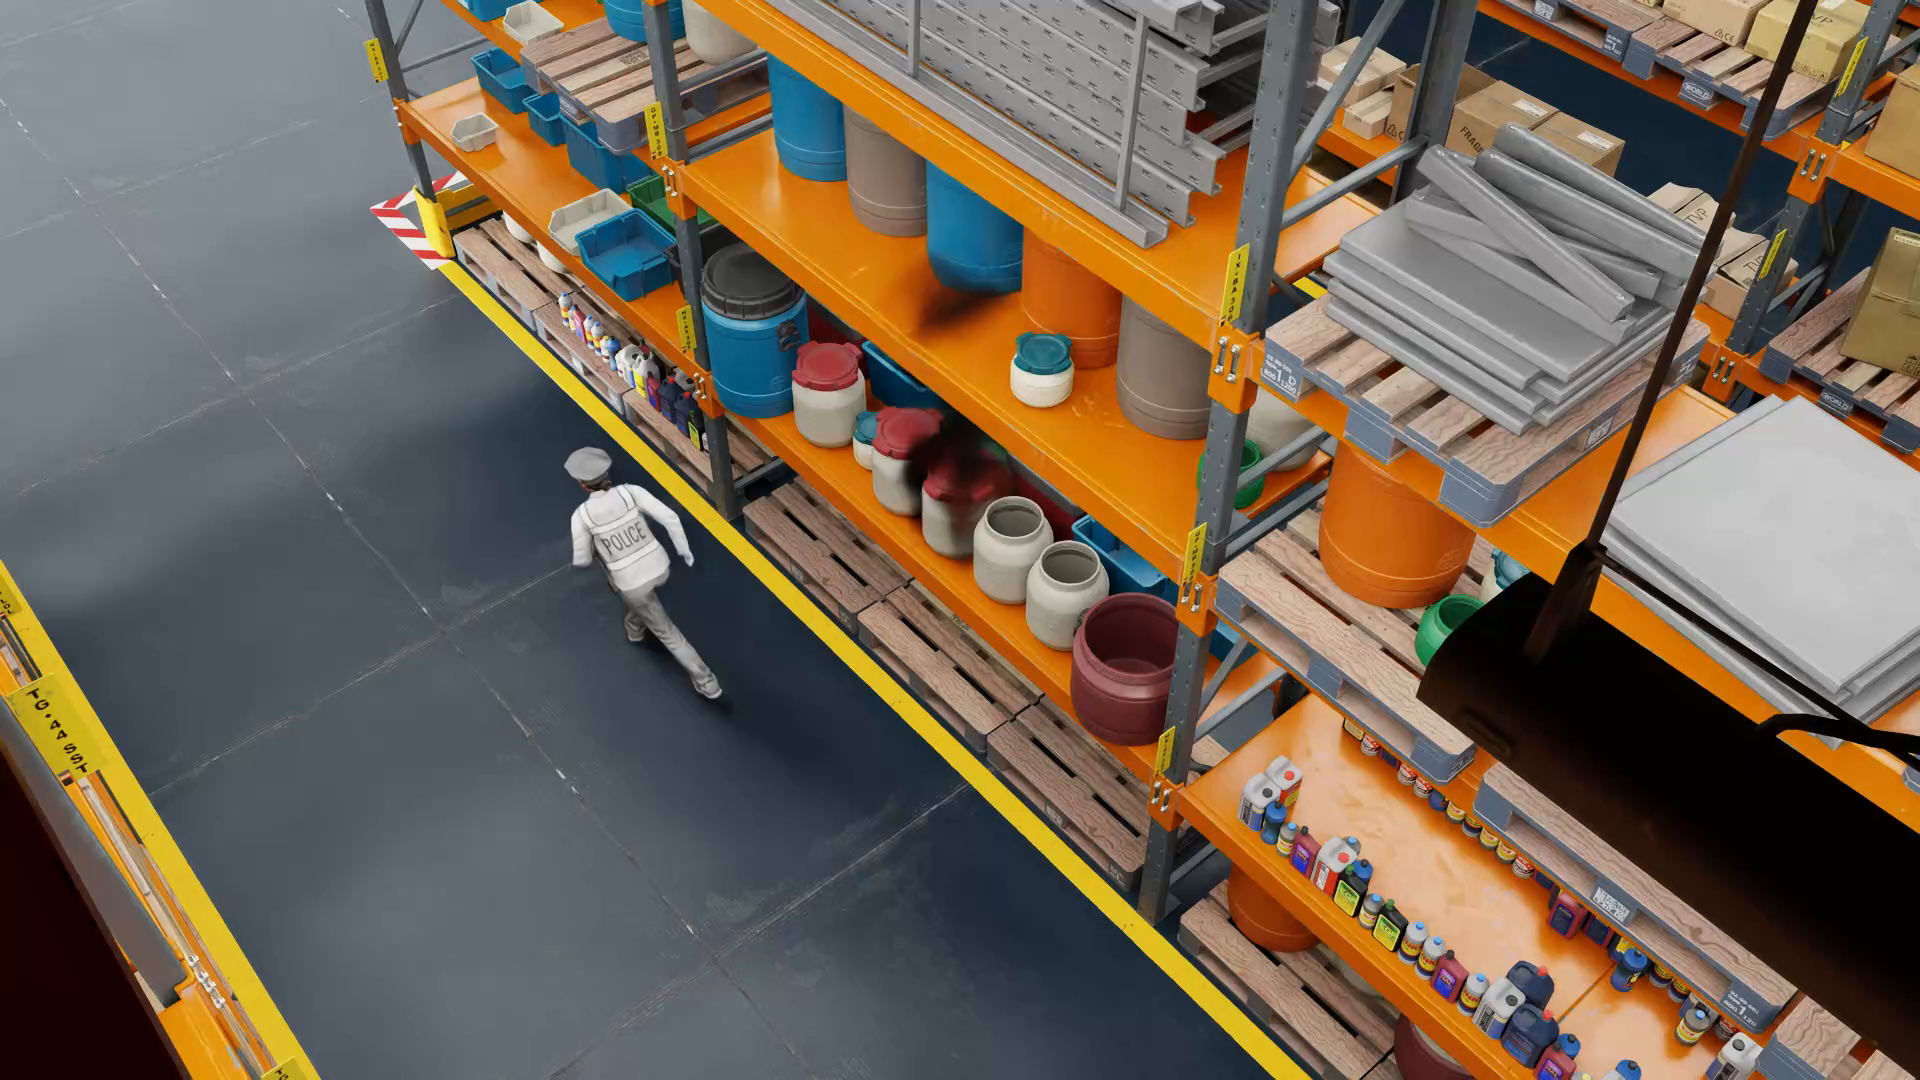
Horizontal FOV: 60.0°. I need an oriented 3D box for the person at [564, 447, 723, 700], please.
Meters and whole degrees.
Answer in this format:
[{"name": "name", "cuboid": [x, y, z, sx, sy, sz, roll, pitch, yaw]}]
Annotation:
[{"name": "person", "cuboid": [-1.827, 0.263, 9.670, 0.611, 1.486, 1.018, -32, 54, -27]}]
